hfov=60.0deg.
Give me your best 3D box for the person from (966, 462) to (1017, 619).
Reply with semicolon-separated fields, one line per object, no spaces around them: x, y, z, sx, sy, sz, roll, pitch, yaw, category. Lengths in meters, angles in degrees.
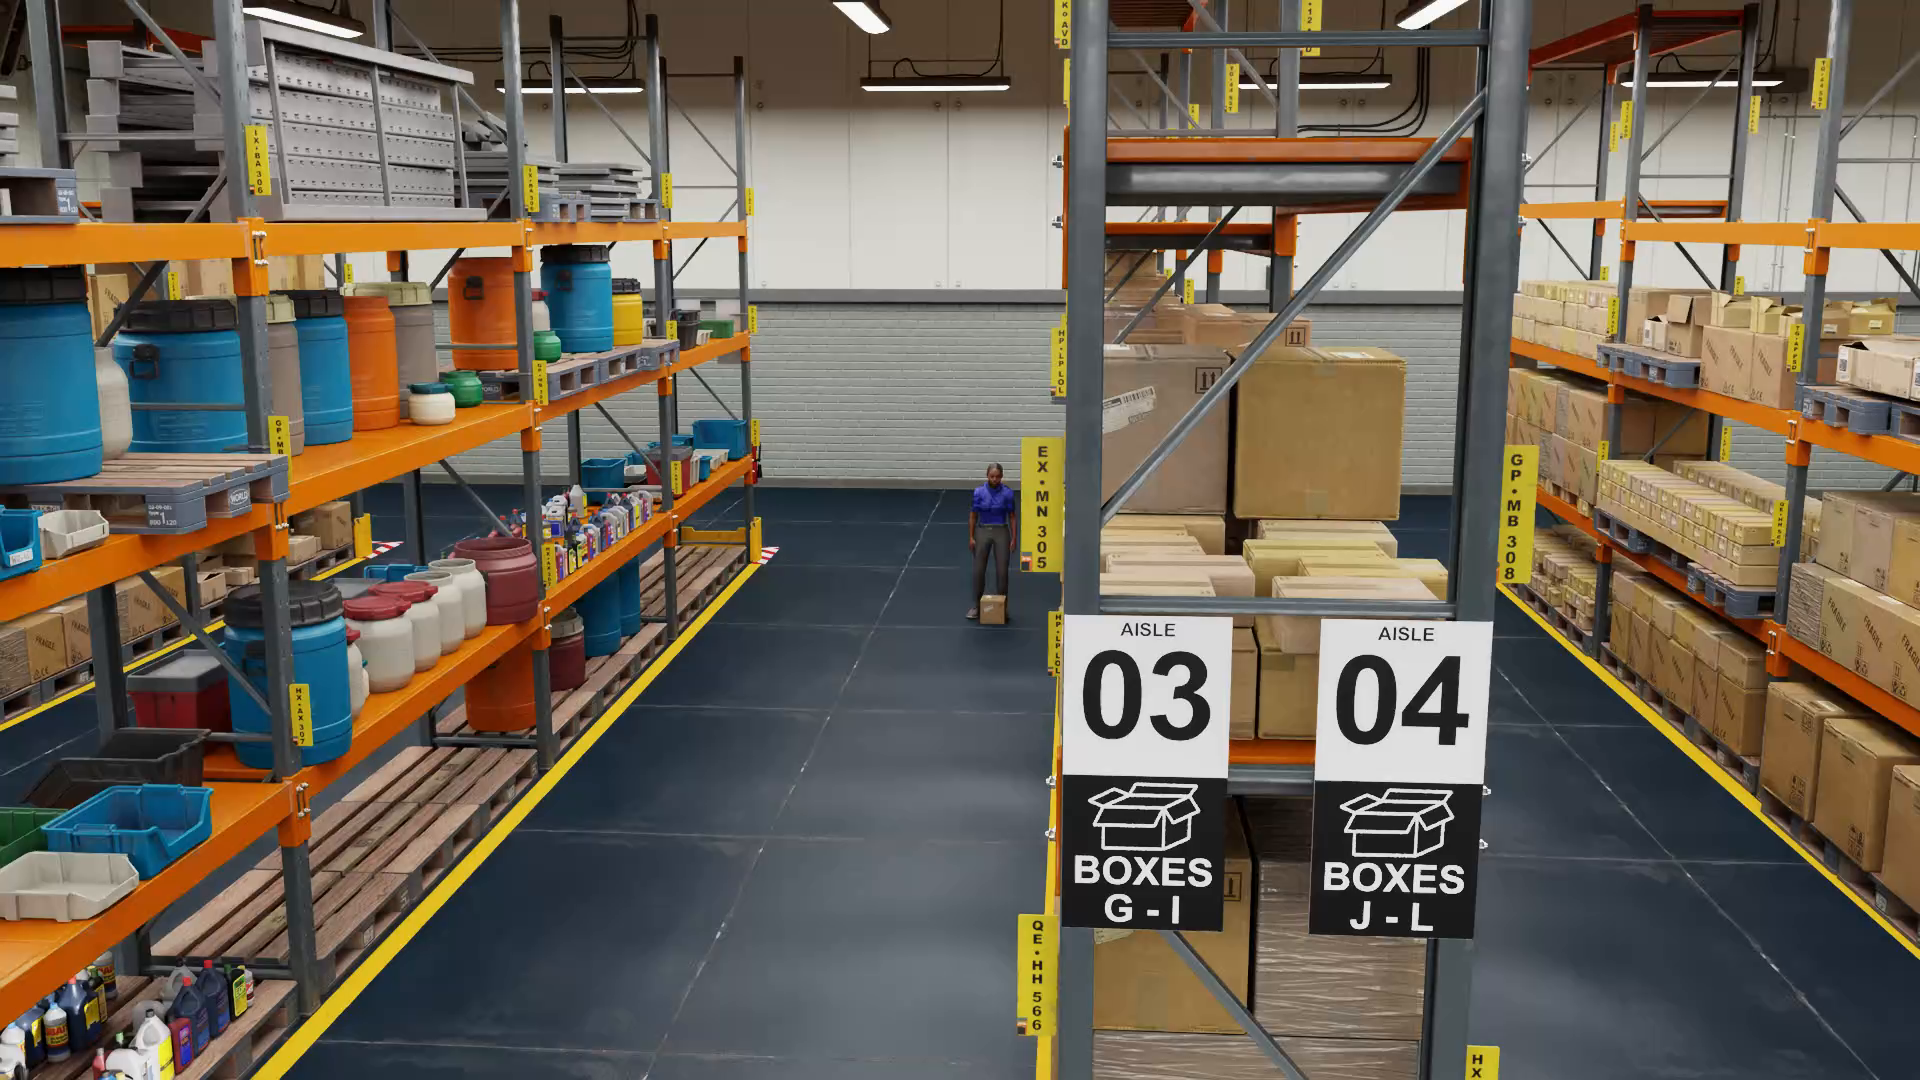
0.334;-0.006;17.469;0.528;1.655;0.348;0;11;2;person
